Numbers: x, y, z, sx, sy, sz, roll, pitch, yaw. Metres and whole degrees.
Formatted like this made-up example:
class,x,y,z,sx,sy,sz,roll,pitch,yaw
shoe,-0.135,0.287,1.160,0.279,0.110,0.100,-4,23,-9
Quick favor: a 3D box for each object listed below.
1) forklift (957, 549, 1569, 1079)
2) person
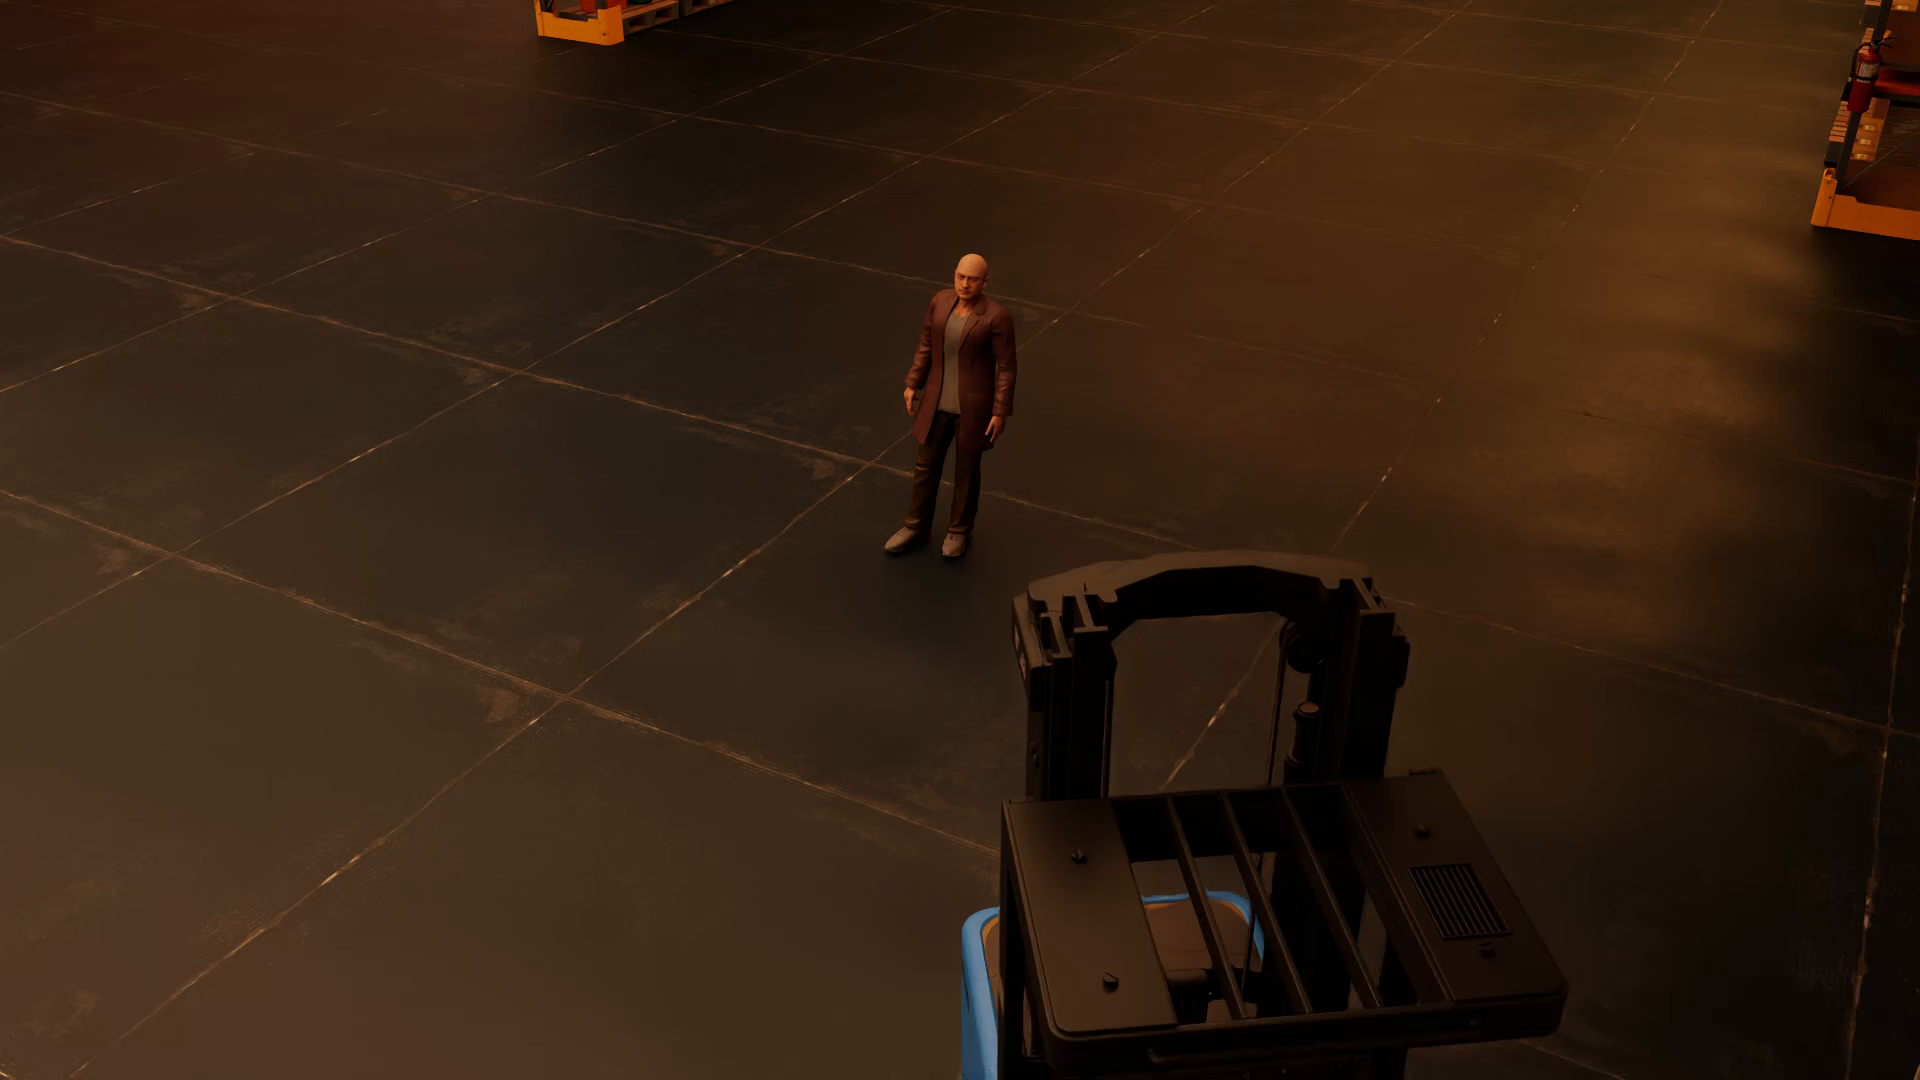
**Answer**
class,x,y,z,sx,sy,sz,roll,pitch,yaw
forklift,0.671,1.625,4.256,1.130,2.935,3.031,-3,30,-6
person,-0.048,-0.737,9.486,0.698,1.778,0.579,15,33,25
